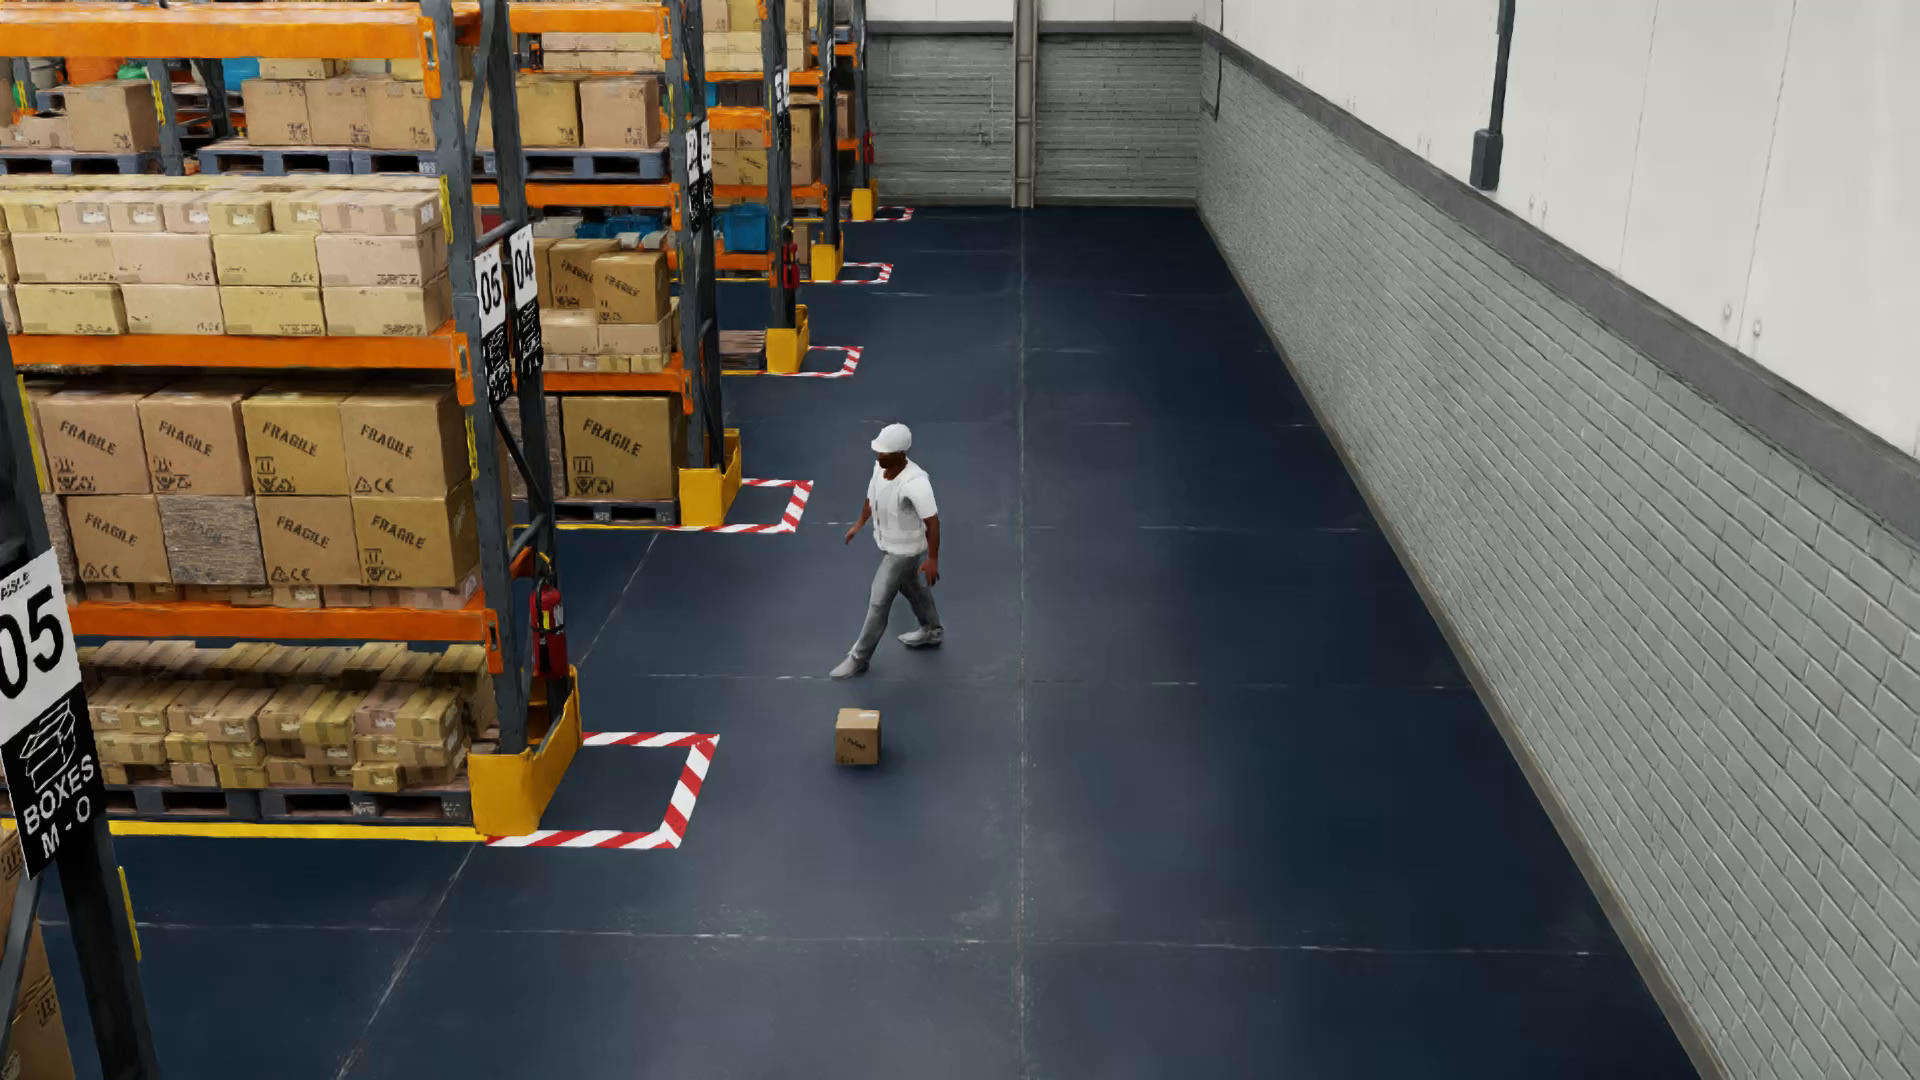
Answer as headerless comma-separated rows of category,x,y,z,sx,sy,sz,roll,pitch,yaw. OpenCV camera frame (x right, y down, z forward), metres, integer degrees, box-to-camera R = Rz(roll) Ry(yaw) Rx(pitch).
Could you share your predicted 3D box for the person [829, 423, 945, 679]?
person,-0.483,0.034,11.028,0.916,1.738,0.725,-9,23,-24
